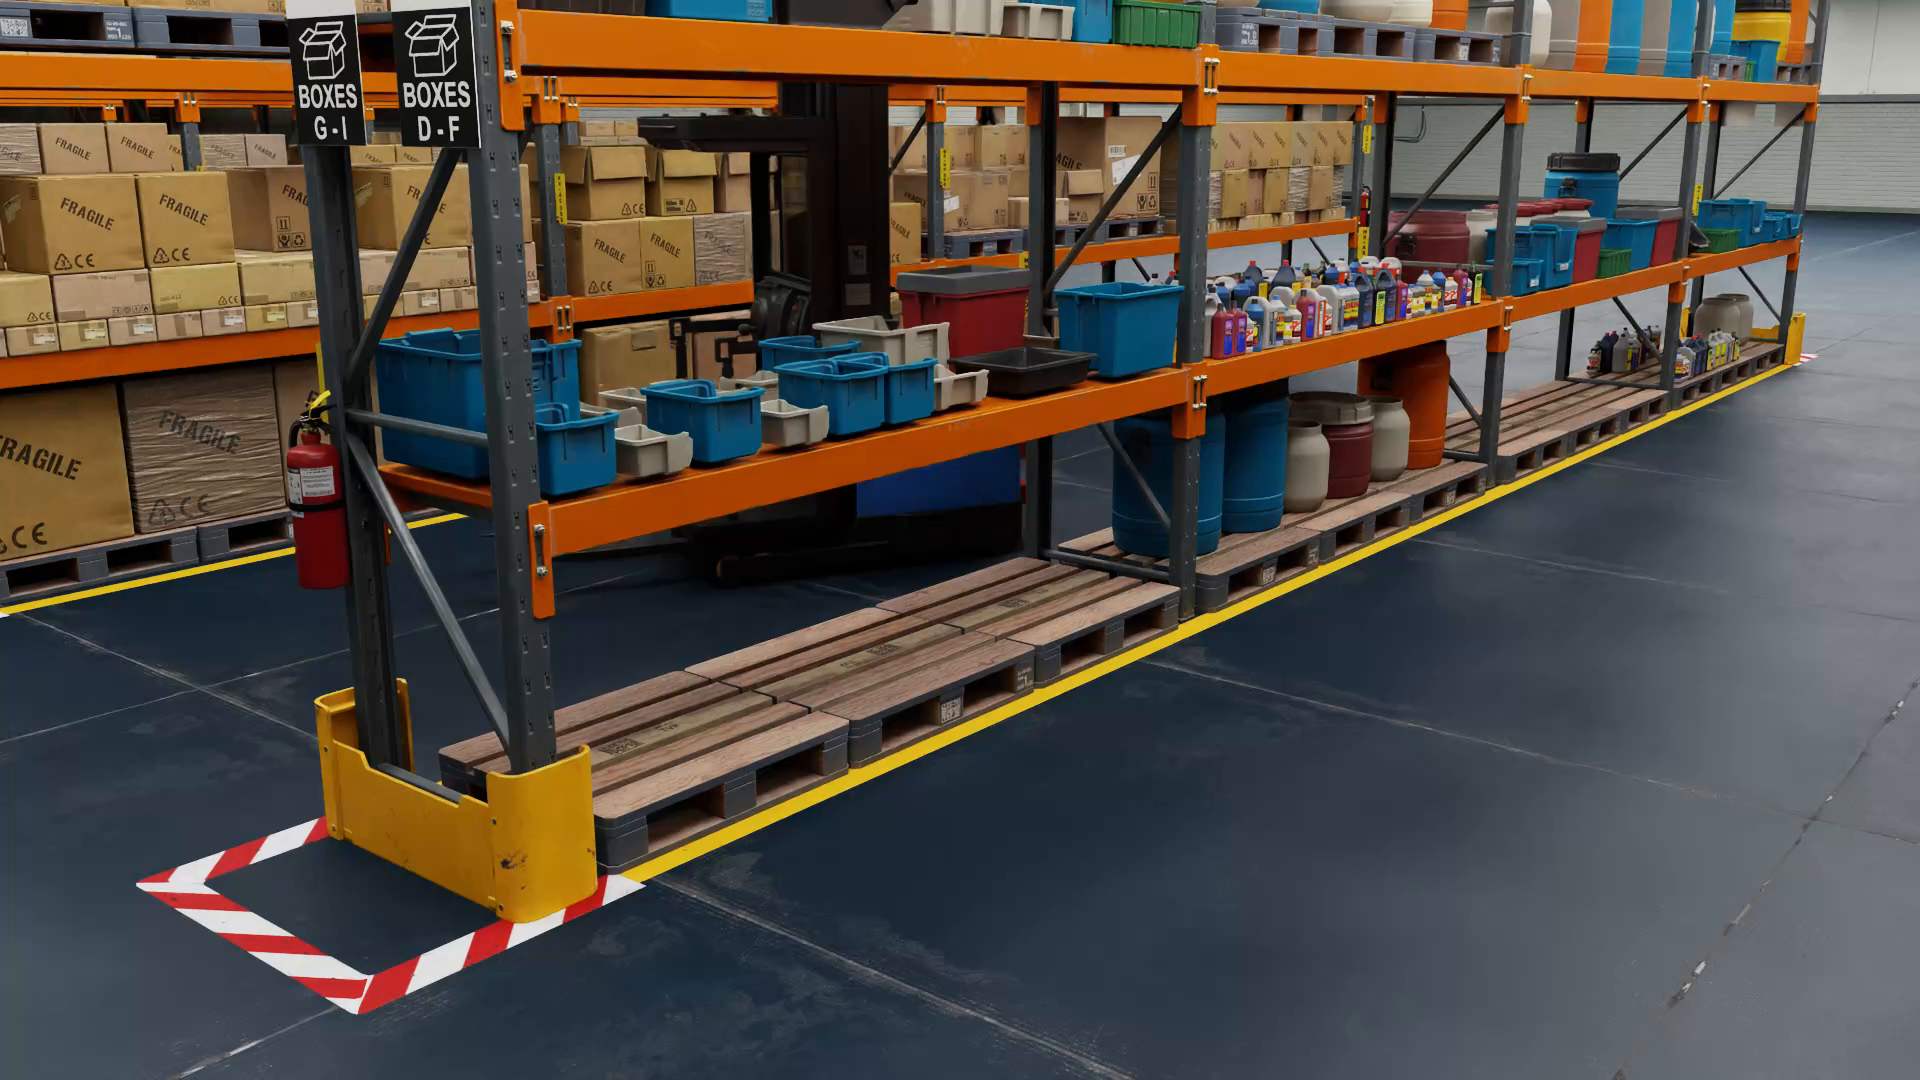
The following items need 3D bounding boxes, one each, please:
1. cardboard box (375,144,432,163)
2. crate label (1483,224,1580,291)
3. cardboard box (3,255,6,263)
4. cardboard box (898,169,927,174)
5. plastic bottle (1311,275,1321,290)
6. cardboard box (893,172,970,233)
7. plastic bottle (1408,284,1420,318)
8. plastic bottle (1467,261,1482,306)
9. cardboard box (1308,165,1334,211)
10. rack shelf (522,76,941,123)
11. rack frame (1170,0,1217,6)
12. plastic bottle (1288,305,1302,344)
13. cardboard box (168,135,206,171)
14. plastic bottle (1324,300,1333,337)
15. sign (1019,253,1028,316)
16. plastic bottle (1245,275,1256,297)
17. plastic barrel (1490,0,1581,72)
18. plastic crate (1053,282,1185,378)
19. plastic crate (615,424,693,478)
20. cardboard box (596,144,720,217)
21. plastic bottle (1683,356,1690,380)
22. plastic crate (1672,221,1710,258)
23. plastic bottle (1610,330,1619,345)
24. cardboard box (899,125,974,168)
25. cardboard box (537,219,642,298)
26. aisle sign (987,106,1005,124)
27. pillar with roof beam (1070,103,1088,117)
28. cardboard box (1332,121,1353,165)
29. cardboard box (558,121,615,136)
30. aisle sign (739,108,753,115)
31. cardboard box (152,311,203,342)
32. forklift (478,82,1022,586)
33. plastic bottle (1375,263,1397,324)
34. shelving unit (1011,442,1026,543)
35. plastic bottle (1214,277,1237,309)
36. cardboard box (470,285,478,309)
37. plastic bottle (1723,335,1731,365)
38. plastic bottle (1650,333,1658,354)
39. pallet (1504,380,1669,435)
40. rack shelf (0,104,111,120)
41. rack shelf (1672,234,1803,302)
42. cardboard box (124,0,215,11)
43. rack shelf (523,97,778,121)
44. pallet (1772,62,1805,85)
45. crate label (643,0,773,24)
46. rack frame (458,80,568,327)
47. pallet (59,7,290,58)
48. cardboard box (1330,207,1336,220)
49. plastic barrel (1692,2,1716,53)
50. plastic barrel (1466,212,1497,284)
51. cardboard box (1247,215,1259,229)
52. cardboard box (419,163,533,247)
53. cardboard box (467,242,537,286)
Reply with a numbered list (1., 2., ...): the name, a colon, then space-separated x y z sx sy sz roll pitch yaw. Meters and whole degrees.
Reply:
1. cardboard box: -7.155 -4.835 21.404 0.500 0.500 0.500 12 18 38
2. crate label: 4.127 -2.051 12.031 0.502 0.435 0.616 11 18 38
3. cardboard box: -7.688 -2.209 13.236 0.380 0.149 0.250 11 18 37
4. cardboard box: -0.859 -4.544 21.612 0.875 0.550 0.550 11 18 38
5. plastic bottle: 2.300 -1.624 10.826 0.097 0.201 0.097 0 14 0
6. cardboard box: -0.252 -3.013 14.836 0.500 0.500 0.500 9 17 31
7. plastic bottle: 2.771 -1.470 10.221 0.097 0.201 0.097 0 14 0
8. plastic bottle: 3.370 -1.685 10.901 0.061 0.283 0.133 11 18 38
9. cardboard box: 3.880 -4.161 19.603 0.875 0.500 0.500 11 18 38
10. rack shelf: -1.817 -3.374 12.680 1.077 0.370 4.000 11 18 38
11. rack frame: 0.778 -4.027 7.697 1.000 3.000 0.127 11 18 38
12. plastic bottle: 1.812 -1.178 9.071 0.097 0.201 0.097 0 14 0
13. cardboard box: -9.023 -4.385 19.059 0.500 0.500 0.500 11 18 38
14. plastic bottle: 2.042 -1.248 9.346 0.097 0.201 0.097 0 14 0
15. sign: 0.352 -1.339 8.738 0.100 0.325 0.005 11 18 38
16. plastic bottle: 1.734 -1.462 10.045 0.097 0.271 0.097 0 14 0
17. plastic barrel: 3.977 -3.706 11.507 0.600 0.901 0.600 0 14 0
18. plastic crate: 0.750 -0.998 7.871 0.392 0.384 0.575 11 18 38
19. plastic crate: -1.059 -0.299 5.623 0.250 0.136 0.298 11 18 38
20. cardboard box: -2.239 -2.673 12.314 0.797 0.503 0.637 12 18 38
21. plastic bottle: 6.475 -1.540 14.884 0.097 0.201 0.097 0 14 0
22. plastic crate: 6.234 -2.702 14.792 0.767 0.338 0.504 11 18 38
23. plastic bottle: 6.107 -1.785 15.545 0.144 0.351 0.185 10 17 35
24. cardboard box: -0.321 -5.296 22.379 0.875 0.550 0.550 11 18 38
25. cardboard box: -2.591 -1.983 11.635 0.500 0.500 0.500 11 18 38
26. aisle sign: 0.485 -6.291 23.513 0.394 0.787 0.004 11 18 38
27. pillar with roof beam: 6.420 -12.179 39.790 9.100 9.000 0.400 11 18 38
28. cardboard box: 4.314 -4.717 19.762 0.500 0.500 0.500 11 18 38
29. cardboard box: -5.309 -5.679 23.548 0.700 0.500 0.500 11 18 37
30. aisle sign: -3.442 -7.037 26.452 0.394 0.787 0.004 11 18 38
31. cardboard box: -4.464 -1.212 9.311 0.380 0.149 0.250 11 18 36
32. forklift: -1.196 -1.316 9.350 3.031 2.935 1.130 -6 15 -23
33. plastic bottle: 2.519 -1.475 9.936 0.144 0.351 0.185 11 18 38
34. shelving unit: 0.388 -0.525 10.056 0.252 1.050 0.215 -6 15 -23
35. plastic bottle: 1.551 -1.421 9.877 0.152 0.276 0.135 11 18 38
36. cardboard box: -3.173 -1.605 10.860 0.380 0.149 0.250 12 18 39
37. plastic bottle: 7.240 -1.820 15.834 0.152 0.276 0.135 11 18 36
38. plastic bottle: 6.873 -1.955 16.518 0.097 0.201 0.097 0 14 0
39. pallet: 5.343 -1.143 14.194 1.003 0.211 1.213 11 18 38
40. rack shelf: -13.388 -5.675 21.738 1.077 0.370 4.000 11 18 38
41. rack shelf: 7.063 -2.686 16.063 1.077 0.370 4.000 11 18 38
42. cardboard box: -4.568 -3.177 9.187 0.700 0.500 0.500 10 17 34
43. rack shelf: -3.098 -4.927 18.793 1.077 0.370 4.000 11 18 38
44. pallet: 7.724 -4.636 16.572 1.003 0.211 1.213 11 18 38
45. crate label: -0.905 -1.861 5.568 0.408 0.251 0.502 11 18 38
46. rack frame: -3.074 -1.886 11.453 1.000 3.000 0.127 11 18 38
47. pallet: -4.364 -2.909 9.569 1.003 0.211 1.213 11 18 38
48. cardboard box: 4.292 -3.928 20.002 0.380 0.149 0.250 11 18 38
49. plastic barrel: 6.230 -4.415 14.237 0.421 0.512 0.421 0 14 0
50. plastic barrel: 3.773 -2.169 12.343 0.421 0.512 0.421 0 14 0
51. cardboard box: 3.089 -3.534 18.451 0.380 0.149 0.250 11 18 38
52. cardboard box: -3.155 -2.191 10.833 0.500 0.500 0.500 12 19 39
53. cardboard box: -3.148 -1.832 10.942 0.500 0.250 0.500 11 18 37
